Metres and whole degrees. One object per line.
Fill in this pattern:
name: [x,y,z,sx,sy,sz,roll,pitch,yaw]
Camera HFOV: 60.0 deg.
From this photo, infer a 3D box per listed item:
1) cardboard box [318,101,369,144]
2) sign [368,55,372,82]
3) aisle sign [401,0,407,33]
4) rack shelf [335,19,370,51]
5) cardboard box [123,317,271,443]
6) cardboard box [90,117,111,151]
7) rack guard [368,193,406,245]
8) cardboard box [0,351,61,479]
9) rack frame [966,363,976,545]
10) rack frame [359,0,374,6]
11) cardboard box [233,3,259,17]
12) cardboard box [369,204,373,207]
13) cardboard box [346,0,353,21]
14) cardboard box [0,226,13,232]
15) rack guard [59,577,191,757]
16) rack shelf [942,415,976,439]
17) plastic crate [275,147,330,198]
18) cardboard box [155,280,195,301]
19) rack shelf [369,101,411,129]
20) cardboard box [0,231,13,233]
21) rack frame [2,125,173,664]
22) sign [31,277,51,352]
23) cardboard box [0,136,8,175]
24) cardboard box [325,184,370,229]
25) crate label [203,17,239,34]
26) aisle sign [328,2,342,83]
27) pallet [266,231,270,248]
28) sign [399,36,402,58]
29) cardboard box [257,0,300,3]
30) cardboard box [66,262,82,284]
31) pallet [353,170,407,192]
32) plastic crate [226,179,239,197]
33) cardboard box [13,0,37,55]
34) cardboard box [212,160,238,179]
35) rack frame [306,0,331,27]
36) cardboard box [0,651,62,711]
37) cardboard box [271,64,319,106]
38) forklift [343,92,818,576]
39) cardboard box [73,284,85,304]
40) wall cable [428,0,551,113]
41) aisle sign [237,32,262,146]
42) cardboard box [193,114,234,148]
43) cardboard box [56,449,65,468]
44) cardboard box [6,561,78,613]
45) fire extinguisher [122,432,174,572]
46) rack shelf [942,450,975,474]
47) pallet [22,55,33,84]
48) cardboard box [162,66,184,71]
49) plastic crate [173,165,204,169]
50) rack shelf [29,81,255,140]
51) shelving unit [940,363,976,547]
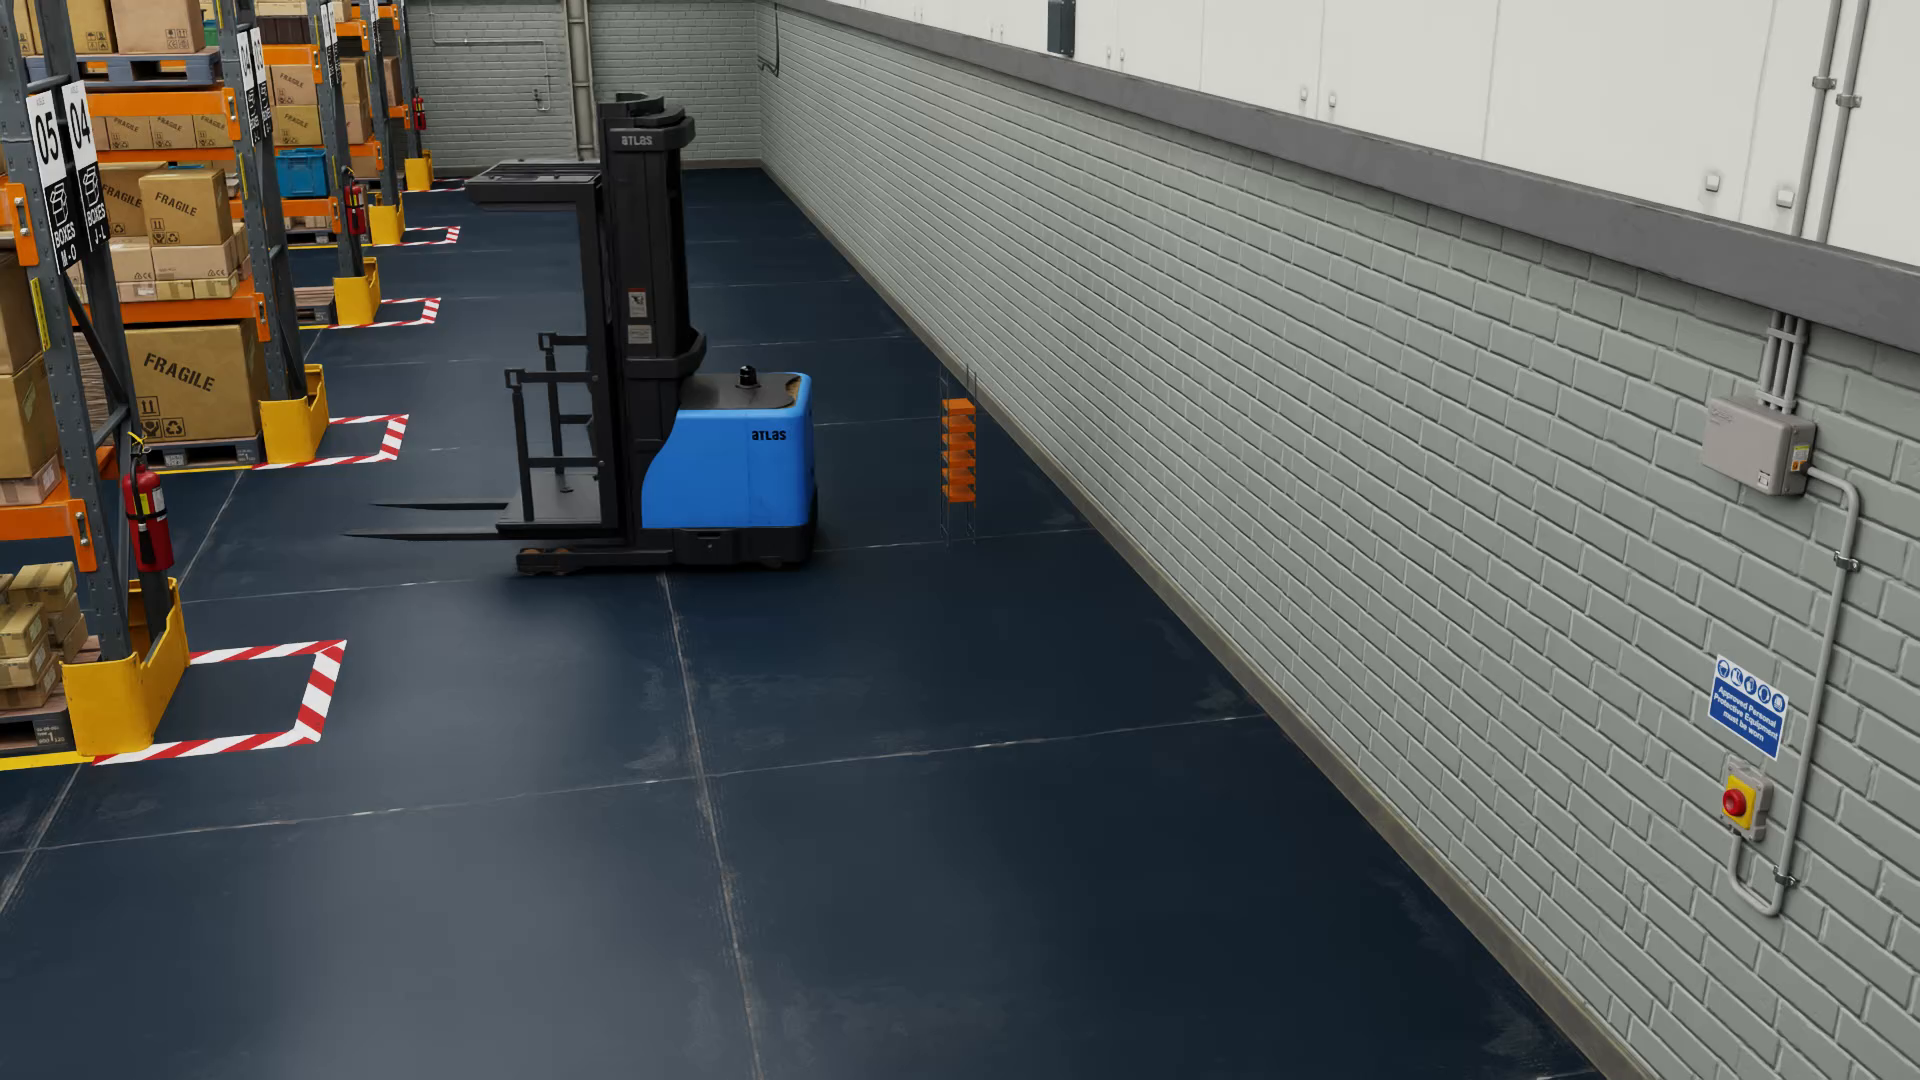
cardboard box: [-8.022,-5.436,21.648,0.500,0.500,0.500,-4,20,-11]
sign: [-7.541,-6.020,21.246,0.005,0.325,0.100,-5,21,-12]
aisle sign: [-8.654,-8.299,25.831,0.004,0.787,0.394,-5,21,-12]
rack shelf: [-9.595,-6.428,21.186,4.000,0.370,1.077,-5,21,-12]
cardboard box: [-5.978,-1.321,13.039,0.875,0.875,0.875,-5,21,-12]
cardboard box: [-10.983,-5.195,20.990,0.500,0.500,0.500,-4,21,-11]
rack guard: [-7.723,-4.336,22.424,0.348,0.500,1.175,-5,21,-12]
cardboard box: [-4.708,-0.596,8.003,0.500,0.500,0.500,-4,21,-11]
rack frame: [0.075,-0.569,11.125,0.006,1.200,0.240,-5,21,-12]
rack frame: [-7.649,-8.333,20.979,0.127,3.000,1.000,-5,21,-12]
cardboard box: [-9.061,-6.645,20.951,0.500,0.250,0.500,-5,21,-12]
cardboard box: [-8.136,-4.465,22.649,0.250,0.149,0.380,-5,21,-12]
cardboard box: [-8.208,-6.898,21.642,0.500,0.250,0.500,-5,21,-12]
cardboard box: [-11.956,-4.097,21.132,0.500,0.500,0.500,-5,21,-13]
rack guard: [-4.404,0.649,8.817,0.348,0.500,1.175,-5,21,-12]
rack shelf: [-0.014,-0.746,11.038,0.180,0.103,0.258,-5,21,-12]
plastic crate: [-6.796,-3.813,17.224,0.499,0.435,0.616,-5,21,-12]
cardboard box: [-5.897,-1.922,12.565,0.250,0.149,0.380,-4,21,-12]
rack shelf: [-10.739,-6.677,26.228,4.000,0.370,1.077,-5,21,-12]
cardboard box: [-7.403,-2.196,12.734,0.500,0.250,0.500,-5,21,-14]
rack frame: [-4.330,-0.531,8.403,0.127,3.000,1.000,-5,21,-12]
sign: [-4.222,-1.036,7.638,0.005,0.325,0.100,-5,21,-12]
cardboard box: [-4.826,-1.919,8.050,0.500,0.250,0.500,-4,20,-11]
cardboard box: [-8.122,-4.423,22.022,0.500,0.500,0.500,-5,21,-12]
crate label: [-7.485,-5.231,17.089,0.502,0.251,0.408,-5,21,-12]
aisle sign: [-6.511,-5.183,17.323,0.004,0.787,0.394,-5,21,-12]
pallet: [-9.684,-4.041,22.040,1.213,0.211,1.003,-5,21,-12]
sign: [-8.681,-7.646,25.798,0.005,0.325,0.100,-5,21,-12]
cardboard box: [-8.577,-6.923,20.982,0.500,0.250,0.500,-5,21,-12]
cardboard box: [-6.773,-2.061,12.366,0.500,0.250,0.500,-5,21,-14]
pallet: [-9.553,-5.775,26.772,1.213,0.211,1.003,-5,21,-12]
plastic crate: [-7.550,-3.618,17.127,0.243,0.136,0.396,-5,21,-12]
cardboard box: [-6.934,-3.778,12.006,0.500,0.500,0.700,-6,21,-16]
cardboard box: [-11.444,-5.944,26.203,0.500,0.500,0.700,-5,21,-13]
rack frame: [-6.513,-6.674,16.452,0.127,3.000,1.000,-5,21,-12]
cardboard box: [-4.795,0.722,8.517,0.250,0.149,0.380,-4,21,-12]
cardboard box: [-8.510,-5.864,21.364,0.500,0.500,0.500,-4,21,-11]
forklift: [-2.495,-1.333,10.692,3.031,2.935,1.130,-1,20,-2]
cardboard box: [-6.638,-1.862,12.401,0.250,0.149,0.380,-5,21,-14]
wall cable: [-7.764,-8.068,27.503,1.851,1.984,0.084,-5,21,-12]
aisle sign: [-5.234,-3.325,12.252,0.004,0.787,0.394,-5,21,-12]
cardboard box: [-9.504,-5.316,21.321,0.500,0.500,0.500,-5,21,-13]
cardboard box: [-4.721,-0.497,8.676,0.250,0.149,0.380,-5,21,-13]
cardboard box: [-4.918,0.259,8.916,0.250,0.149,0.380,-6,21,-15]
fire extinguisher: [-3.979,-0.185,8.113,0.183,0.674,0.296,-5,21,-12]
rack shelf: [-0.014,-0.521,11.120,0.180,0.103,0.258,-5,21,-12]
pallet: [-7.282,-3.406,12.020,1.213,0.211,1.003,-5,21,-12]
cardboard box: [-10.016,-5.740,21.024,0.500,0.500,0.500,-5,21,-14]
plastic crate: [-8.110,-3.793,17.465,0.300,0.233,0.416,-5,21,-12]
rack shelf: [-7.320,-3.112,12.133,4.000,0.370,1.077,-5,21,-12]
shelving unit: [-0.014,-0.562,11.105,0.189,1.200,0.258,-5,21,-12]
